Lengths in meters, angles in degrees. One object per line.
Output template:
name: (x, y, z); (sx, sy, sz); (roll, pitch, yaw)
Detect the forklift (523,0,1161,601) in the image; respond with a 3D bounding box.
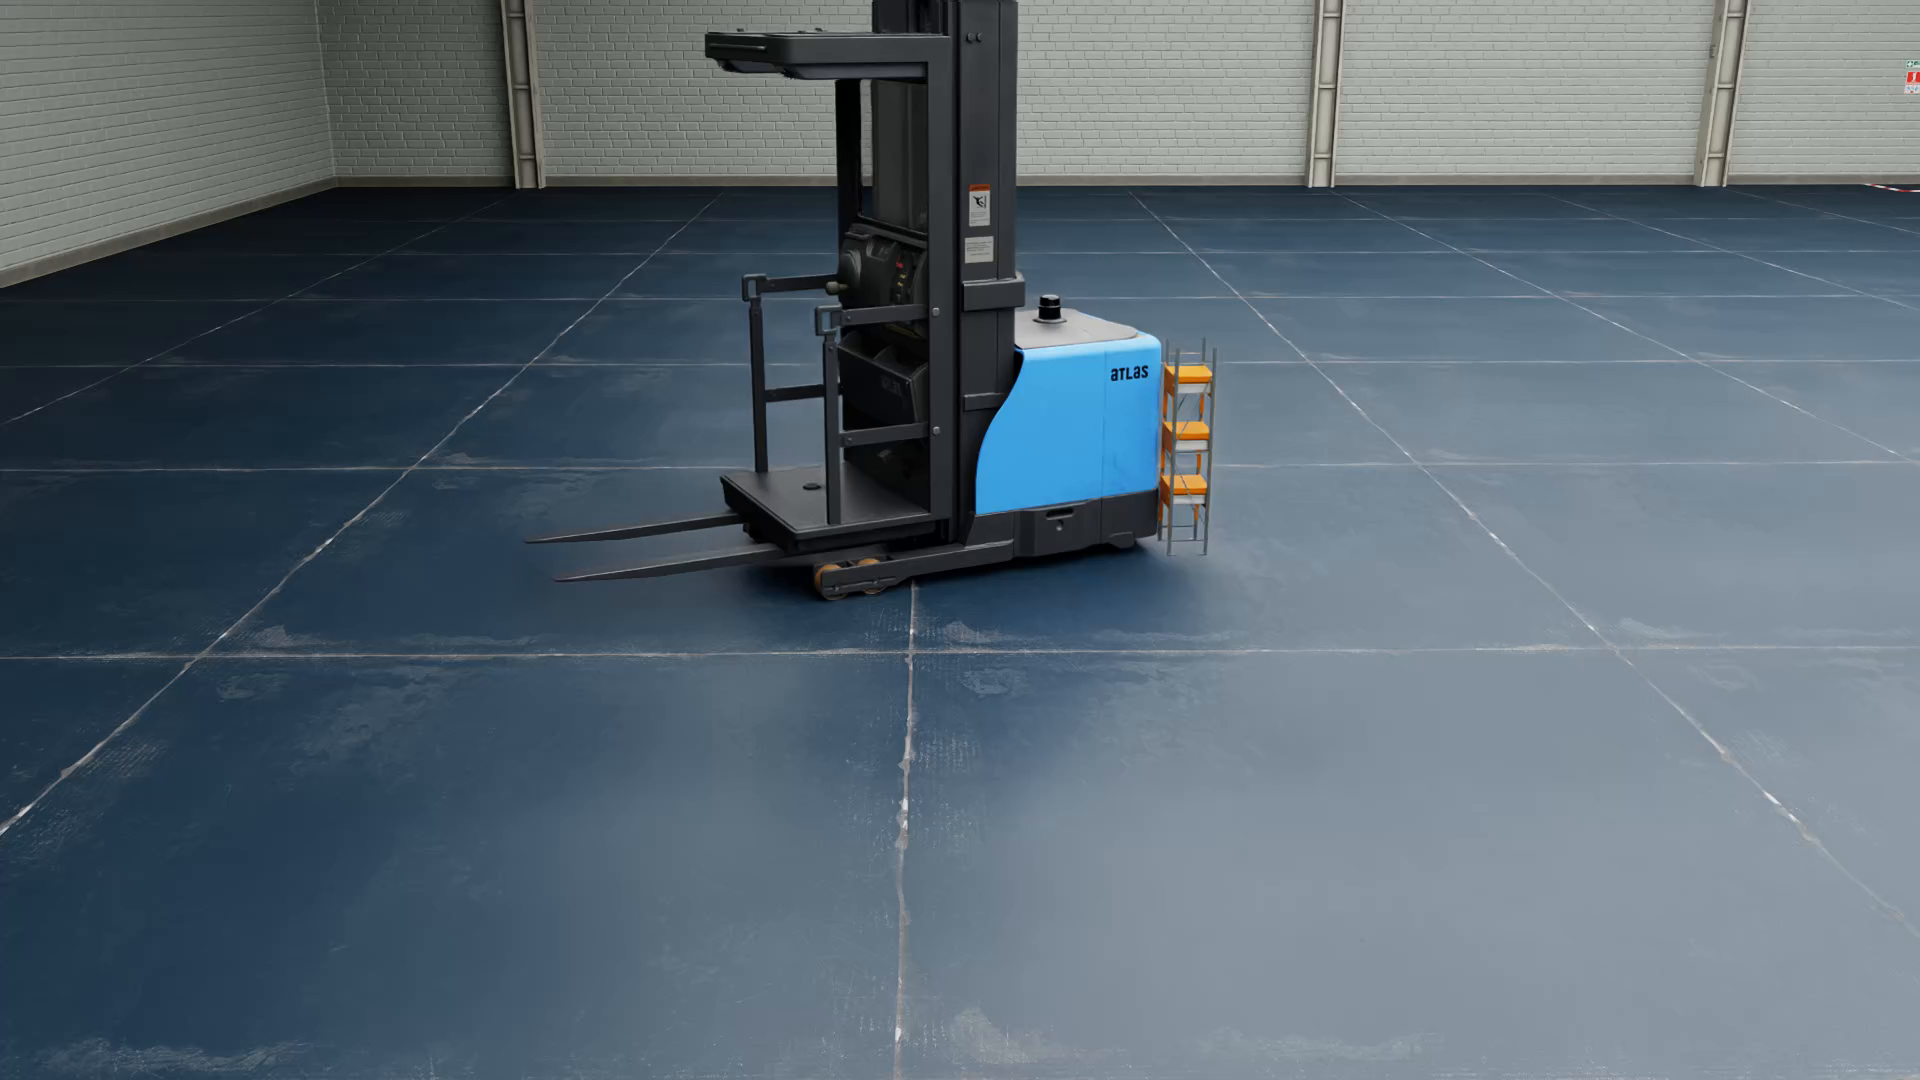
forklift: (-0.554, -1.299, 7.798); (3.031, 2.935, 1.130); (-8, 20, -25)

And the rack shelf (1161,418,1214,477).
rack shelf: (1.127, -0.452, 8.273); (0.215, 0.259, 0.240); (-1, 18, -4)

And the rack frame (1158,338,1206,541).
rack frame: (1.119, -0.500, 8.386); (0.200, 1.050, 0.008); (-1, 18, -4)

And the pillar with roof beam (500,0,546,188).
pillar with roof beam: (-6.442, -8.322, 19.759); (0.400, 9.000, 9.100); (0, 18, -1)

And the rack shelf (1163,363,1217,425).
rack shelf: (1.128, -0.723, 8.186); (0.215, 0.259, 0.240); (-1, 18, -4)

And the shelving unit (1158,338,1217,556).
shelving unit: (1.127, -0.462, 8.270); (0.215, 1.050, 0.252); (-1, 18, -4)

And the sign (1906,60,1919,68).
sign: (14.466, -7.192, 25.129); (0.331, 0.109, 0.001); (0, 18, -1)

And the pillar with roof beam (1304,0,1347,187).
pillar with roof beam: (5.556, -8.380, 19.940); (0.400, 9.000, 9.100); (0, 18, -1)

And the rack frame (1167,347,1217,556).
rack frame: (1.136, -0.425, 8.154); (0.200, 1.050, 0.008); (-1, 18, -4)

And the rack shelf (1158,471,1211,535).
rack shelf: (1.127, -0.188, 8.358); (0.215, 0.259, 0.240); (-1, 18, -4)

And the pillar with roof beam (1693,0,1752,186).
pillar with roof beam: (11.556, -8.409, 20.030); (0.400, 9.000, 9.100); (0, 18, -1)

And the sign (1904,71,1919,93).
sign: (14.461, -6.942, 25.219); (0.234, 0.329, 0.001); (0, 18, -1)
